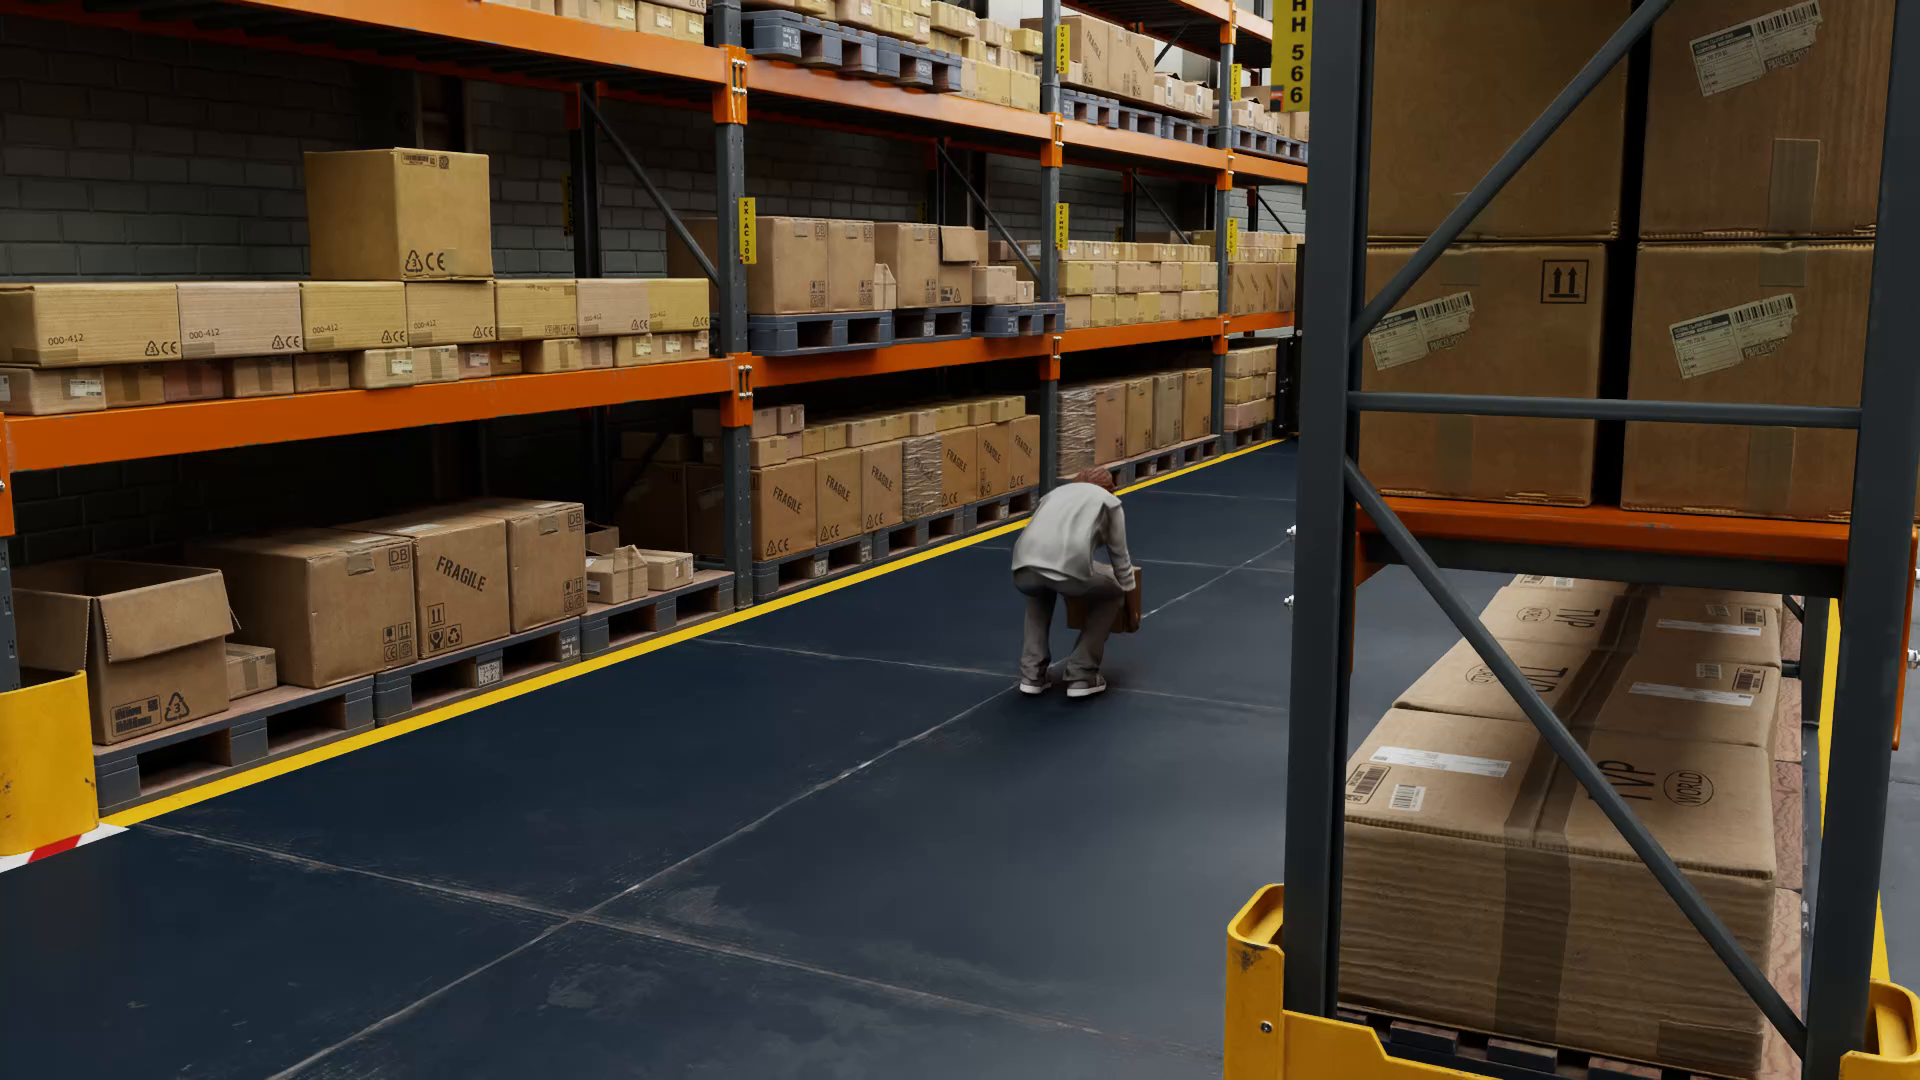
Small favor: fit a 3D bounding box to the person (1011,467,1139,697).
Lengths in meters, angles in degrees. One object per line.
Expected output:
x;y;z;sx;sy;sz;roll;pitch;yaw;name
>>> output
0.472;0.180;6.978;0.427;0.899;0.838;4;10;24;person
